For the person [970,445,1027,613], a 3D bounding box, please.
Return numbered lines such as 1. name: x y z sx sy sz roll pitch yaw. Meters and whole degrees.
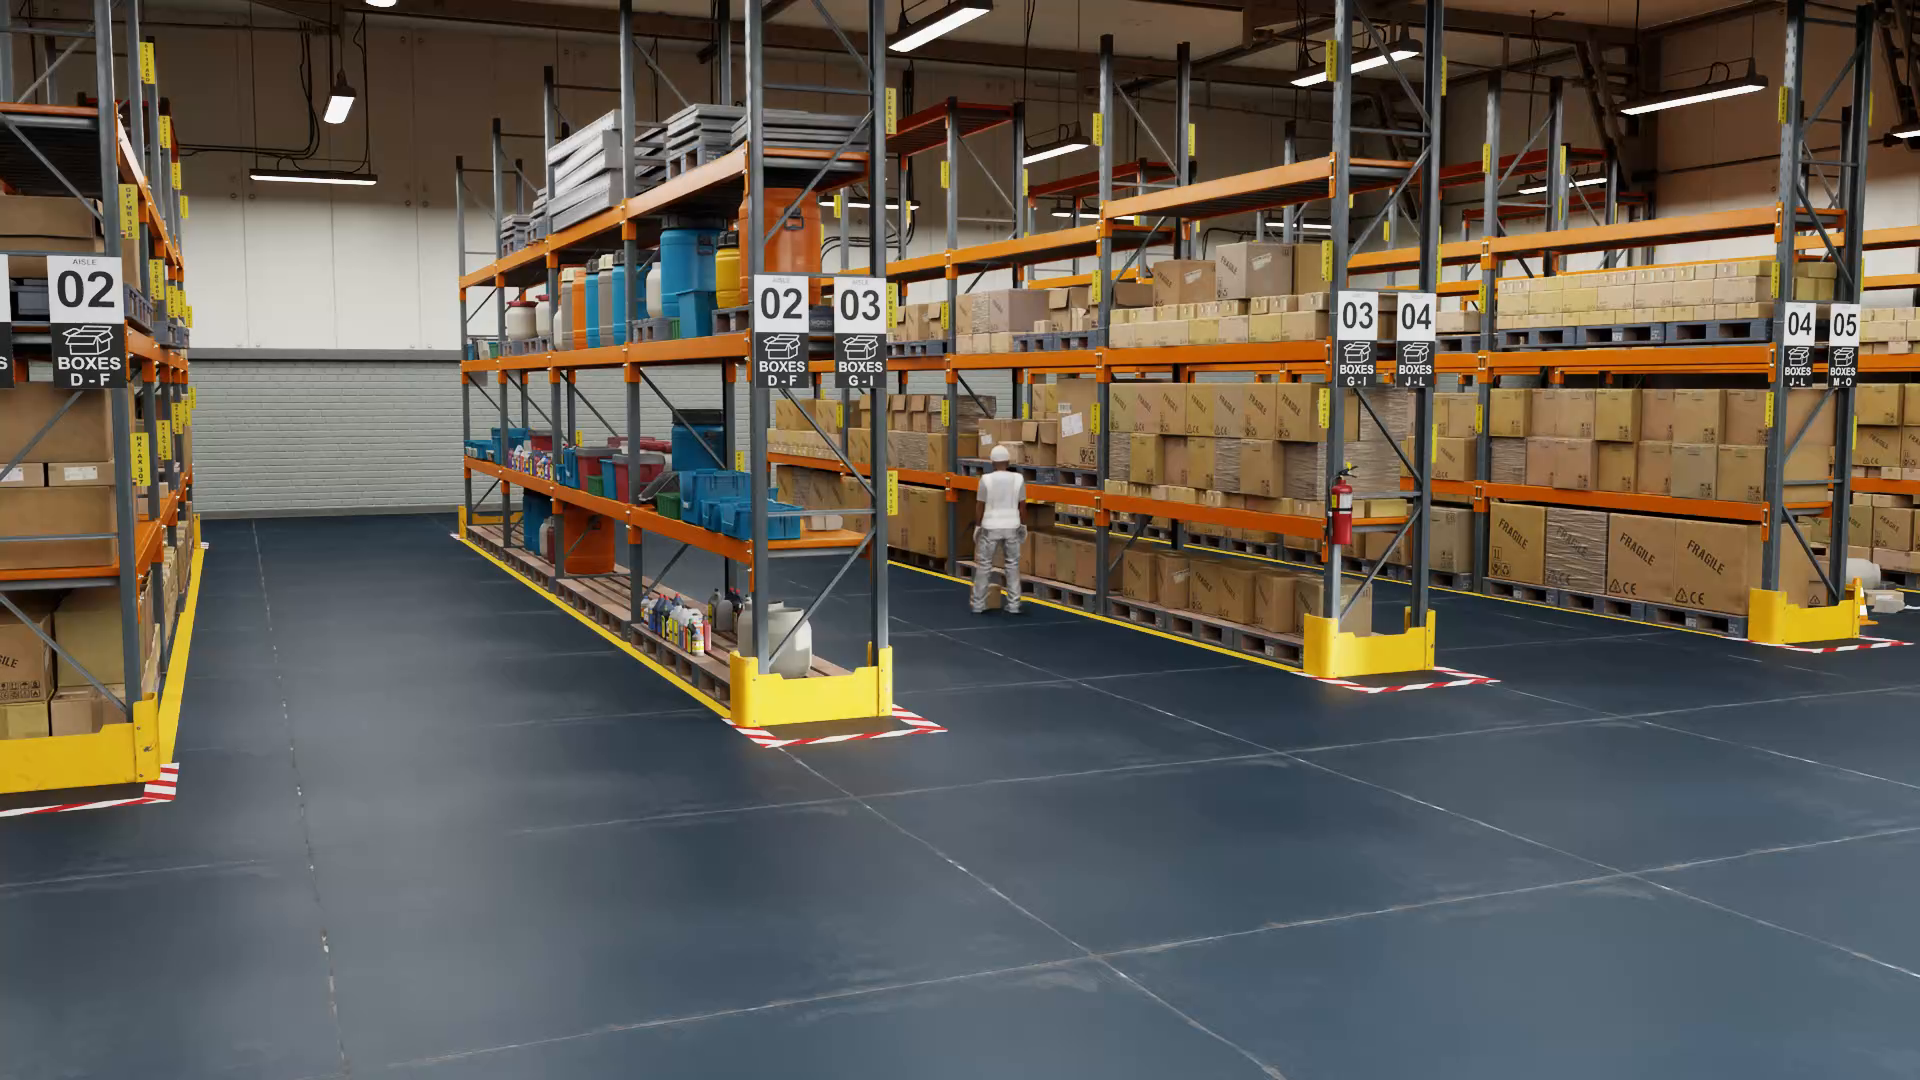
1. person: 0.407 -0.117 17.721 0.630 1.786 0.393 -1 5 -10
